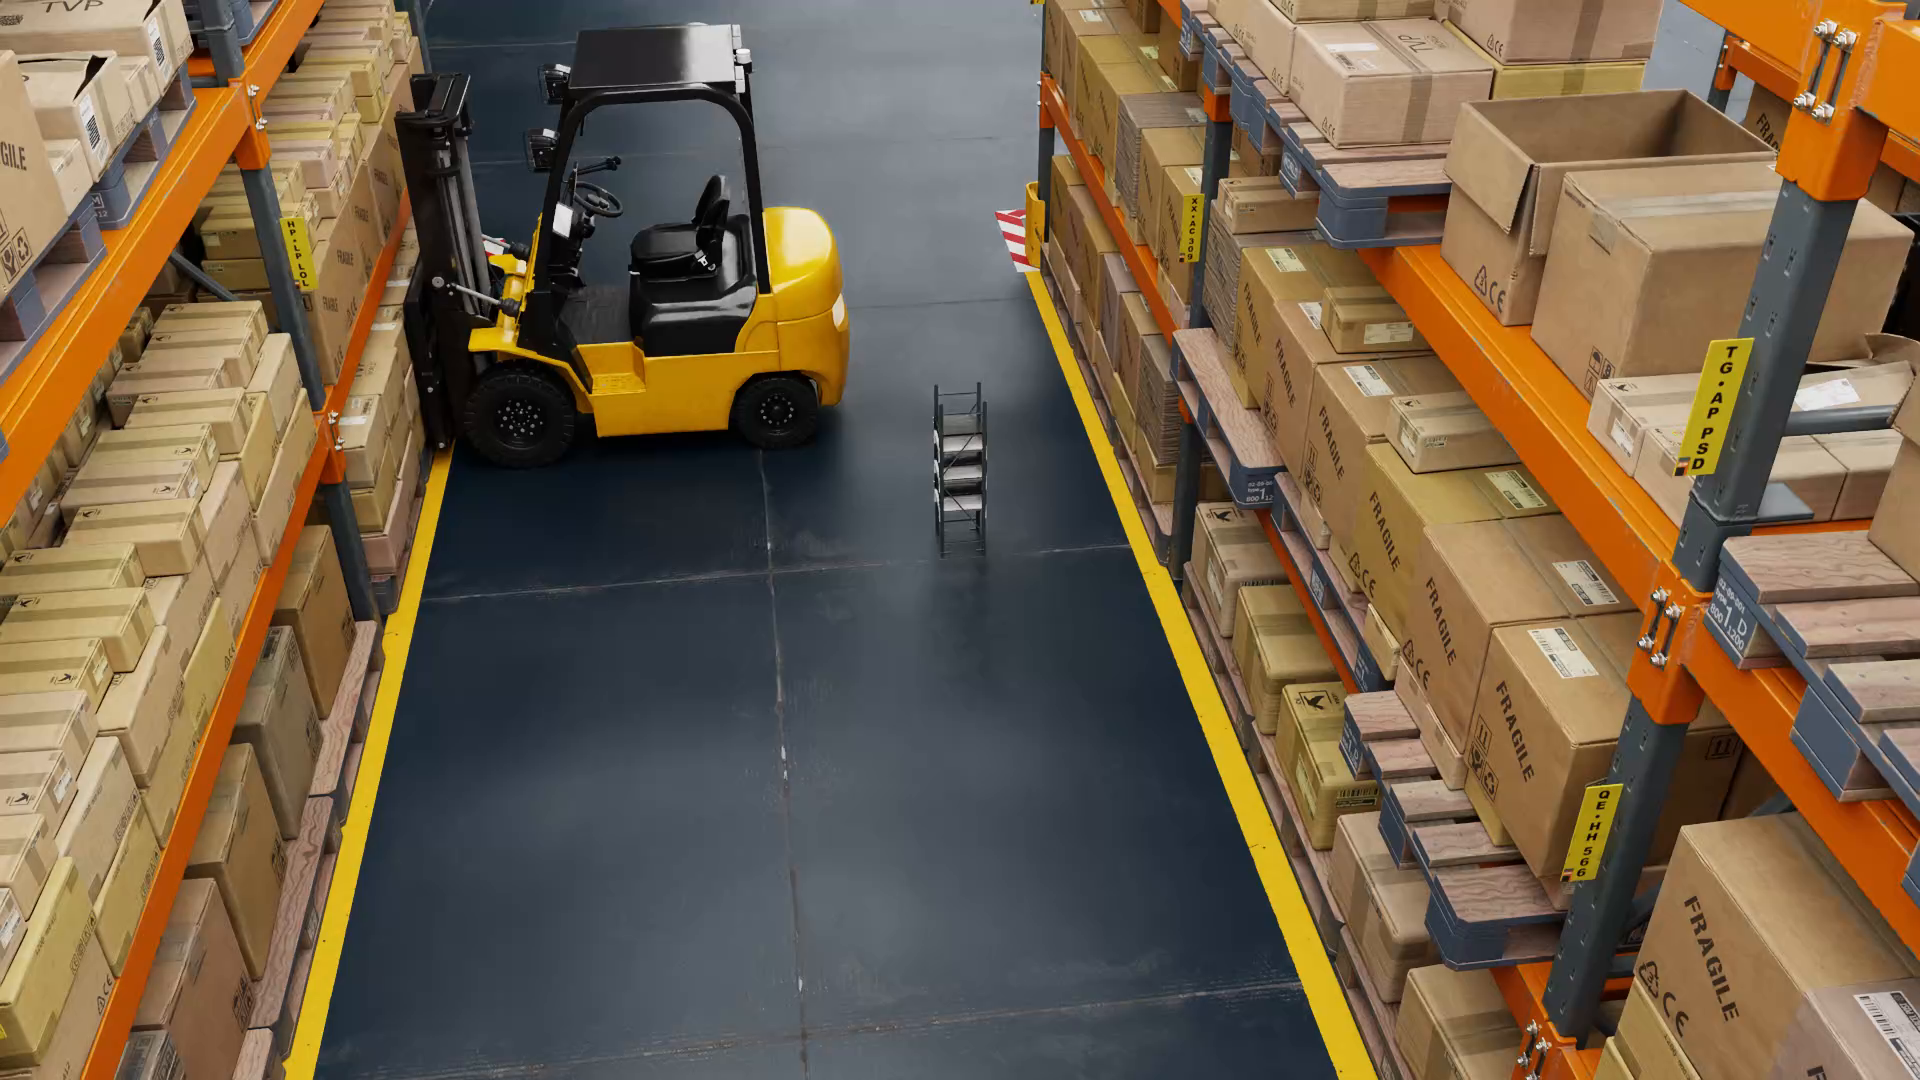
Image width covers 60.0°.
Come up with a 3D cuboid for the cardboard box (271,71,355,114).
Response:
[{"bbox_3d":[-3.401,-2.342,8.722,0.380,0.149,0.250,-4,34,-6],"label":"cardboard box"}]

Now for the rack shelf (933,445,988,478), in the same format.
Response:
[{"bbox_3d":[0.001,-0.414,8.587,0.258,0.077,0.200,-4,35,-6],"label":"rack shelf"}]

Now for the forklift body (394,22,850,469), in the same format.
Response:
[{"bbox_3d":[-1.807,-1.678,9.431,2.313,2.155,1.214,-4,35,-6],"label":"forklift body"}]

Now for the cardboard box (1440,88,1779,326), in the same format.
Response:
[{"bbox_3d":[1.890,-0.994,4.918,0.797,0.503,0.637,-4,35,-6],"label":"cardboard box"}]

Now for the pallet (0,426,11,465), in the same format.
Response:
[{"bbox_3d":[-2.974,-0.018,3.745,1.213,0.211,1.003,-3,34,-4],"label":"pallet"}]

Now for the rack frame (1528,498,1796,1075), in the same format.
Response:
[{"bbox_3d":[2.124,1.138,4.546,1.000,3.000,0.127,-4,35,-6],"label":"rack frame"}]

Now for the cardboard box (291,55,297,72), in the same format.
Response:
[{"bbox_3d":[-3.958,-2.774,9.621,0.380,0.149,0.250,-5,35,-7],"label":"cardboard box"}]

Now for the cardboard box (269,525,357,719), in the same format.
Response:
[{"bbox_3d":[-3.251,0.381,7.391,0.875,0.625,0.625,-3,34,-4],"label":"cardboard box"}]

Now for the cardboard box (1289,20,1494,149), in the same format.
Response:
[{"bbox_3d":[1.426,-1.527,5.552,0.500,0.250,0.500,-5,35,-7],"label":"cardboard box"}]

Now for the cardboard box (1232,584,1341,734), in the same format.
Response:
[{"bbox_3d":[1.759,0.511,7.425,0.950,0.372,0.625,-2,34,-3],"label":"cardboard box"}]

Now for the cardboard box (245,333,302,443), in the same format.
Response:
[{"bbox_3d":[-3.013,-0.607,6.794,0.500,0.250,0.500,-5,35,-7],"label":"cardboard box"}]

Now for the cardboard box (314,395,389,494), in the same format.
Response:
[{"bbox_3d":[-3.086,-0.461,8.072,0.500,0.250,0.500,-5,35,-7],"label":"cardboard box"}]

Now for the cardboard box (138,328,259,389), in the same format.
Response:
[{"bbox_3d":[-3.014,-0.709,6.591,0.380,0.149,0.250,-5,35,-7],"label":"cardboard box"}]

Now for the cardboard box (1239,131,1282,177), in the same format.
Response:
[{"bbox_3d":[1.741,-1.934,7.812,0.700,0.500,0.500,-5,35,-7],"label":"cardboard box"}]

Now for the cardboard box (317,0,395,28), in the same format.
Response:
[{"bbox_3d":[-3.549,-3.062,9.779,0.380,0.149,0.250,-4,35,-6],"label":"cardboard box"}]

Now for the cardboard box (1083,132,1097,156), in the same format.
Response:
[{"bbox_3d":[0.948,-2.437,10.014,0.380,0.149,0.250,-3,34,-5],"label":"cardboard box"}]

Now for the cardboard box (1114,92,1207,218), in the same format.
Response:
[{"bbox_3d":[1.129,-2.064,8.891,0.500,0.500,0.500,-3,34,-5],"label":"cardboard box"}]

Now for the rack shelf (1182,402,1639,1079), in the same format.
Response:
[{"bbox_3d":[1.855,0.319,6.386,1.077,0.370,4.000,-4,35,-6],"label":"rack shelf"}]

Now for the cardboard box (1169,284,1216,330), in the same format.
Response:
[{"bbox_3d":[1.241,-1.147,8.121,0.380,0.149,0.250,-5,35,-7],"label":"cardboard box"}]

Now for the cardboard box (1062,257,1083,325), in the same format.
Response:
[{"bbox_3d":[0.943,-1.608,10.643,0.500,0.250,0.500,-3,34,-5],"label":"cardboard box"}]

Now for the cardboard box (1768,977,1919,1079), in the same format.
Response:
[{"bbox_3d":[2.024,1.253,3.400,0.500,0.500,0.500,-4,35,-6],"label":"cardboard box"}]

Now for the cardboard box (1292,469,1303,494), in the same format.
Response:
[{"bbox_3d":[1.510,-0.255,6.439,0.380,0.149,0.250,-4,34,-6],"label":"cardboard box"}]

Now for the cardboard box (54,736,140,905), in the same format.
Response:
[{"bbox_3d":[-2.678,0.825,4.693,0.500,0.250,0.500,-3,34,-5],"label":"cardboard box"}]

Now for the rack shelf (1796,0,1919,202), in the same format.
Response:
[{"bbox_3d":[2.393,0.237,1.534,1.077,0.370,4.000,-4,35,-6],"label":"rack shelf"}]

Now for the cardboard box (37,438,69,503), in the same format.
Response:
[{"bbox_3d":[-3.418,-0.239,5.900,0.380,0.149,0.250,-4,35,-6],"label":"cardboard box"}]

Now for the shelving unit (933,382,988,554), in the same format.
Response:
[{"bbox_3d":[0.001,-0.367,8.619,0.258,0.900,0.210,-4,35,-6],"label":"shelving unit"}]

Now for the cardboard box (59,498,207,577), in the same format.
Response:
[{"bbox_3d":[-2.753,0.001,5.549,0.380,0.149,0.250,-5,35,-8],"label":"cardboard box"}]

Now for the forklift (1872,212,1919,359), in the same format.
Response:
[{"bbox_3d":[3.469,-0.122,6.455,1.130,2.935,3.031,-4,34,-6],"label":"forklift"}]

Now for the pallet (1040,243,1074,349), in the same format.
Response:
[{"bbox_3d":[1.132,-1.676,11.151,1.003,0.211,1.213,-4,35,-6],"label":"pallet"}]

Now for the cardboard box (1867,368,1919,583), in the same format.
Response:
[{"bbox_3d":[2.324,-0.119,3.262,0.797,0.503,0.637,-6,35,-9],"label":"cardboard box"}]

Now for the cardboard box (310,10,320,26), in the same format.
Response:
[{"bbox_3d":[-4.037,-3.177,9.949,0.380,0.149,0.250,-5,35,-7],"label":"cardboard box"}]

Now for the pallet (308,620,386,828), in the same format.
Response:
[{"bbox_3d":[-3.195,0.844,7.453,1.003,0.211,1.213,-4,35,-6],"label":"pallet"}]

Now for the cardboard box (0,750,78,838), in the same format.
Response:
[{"bbox_3d":[-2.642,0.716,4.500,0.380,0.149,0.250,-3,34,-5],"label":"cardboard box"}]

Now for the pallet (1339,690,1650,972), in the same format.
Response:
[{"bbox_3d":[1.922,0.827,5.172,1.213,0.211,1.003,-4,35,-6],"label":"pallet"}]

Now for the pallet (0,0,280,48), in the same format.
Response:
[{"bbox_3d":[-3.473,-2.394,7.142,1.003,0.211,1.213,-4,35,-6],"label":"pallet"}]

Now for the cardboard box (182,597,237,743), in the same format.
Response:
[{"bbox_3d":[-2.819,0.454,5.682,0.500,0.250,0.500,-3,34,-5],"label":"cardboard box"}]

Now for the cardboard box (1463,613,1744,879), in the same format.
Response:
[{"bbox_3d":[1.787,0.567,4.657,0.500,0.500,0.500,-5,35,-8],"label":"cardboard box"}]

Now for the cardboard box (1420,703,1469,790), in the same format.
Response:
[{"bbox_3d":[1.660,0.621,5.153,0.380,0.149,0.250,-5,35,-7],"label":"cardboard box"}]

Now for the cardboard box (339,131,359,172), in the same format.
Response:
[{"bbox_3d":[-3.258,-1.940,8.397,0.380,0.149,0.250,-5,35,-8],"label":"cardboard box"}]

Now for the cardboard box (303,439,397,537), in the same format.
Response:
[{"bbox_3d":[-3.091,-0.254,8.212,0.500,0.250,0.500,-5,35,-7],"label":"cardboard box"}]

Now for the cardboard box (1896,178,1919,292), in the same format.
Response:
[{"bbox_3d":[6.337,-1.680,10.195,0.875,0.875,0.875,-4,34,-6],"label":"cardboard box"}]

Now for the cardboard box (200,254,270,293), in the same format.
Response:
[{"bbox_3d":[-3.115,-1.224,7.346,0.380,0.149,0.250,-5,35,-7],"label":"cardboard box"}]

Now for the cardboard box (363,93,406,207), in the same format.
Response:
[{"bbox_3d":[-3.414,-2.159,9.295,0.500,0.500,0.500,-5,35,-7],"label":"cardboard box"}]

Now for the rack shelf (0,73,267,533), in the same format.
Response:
[{"bbox_3d":[-3.063,-0.543,4.987,1.077,0.370,4.000,-4,35,-6],"label":"rack shelf"}]

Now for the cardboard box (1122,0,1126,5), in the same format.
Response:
[{"bbox_3d":[1.333,-3.636,10.309,0.700,0.500,0.500,-5,35,-8],"label":"cardboard box"}]

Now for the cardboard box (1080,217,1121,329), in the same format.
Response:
[{"bbox_3d":[1.020,-1.618,9.992,0.500,0.500,0.500,-4,34,-5],"label":"cardboard box"}]

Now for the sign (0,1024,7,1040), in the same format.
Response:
[{"bbox_3d":[-2.258,1.023,3.755,0.100,0.325,0.005,-4,35,-6],"label":"sign"}]

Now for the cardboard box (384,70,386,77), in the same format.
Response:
[{"bbox_3d":[-3.486,-2.657,9.449,0.380,0.149,0.250,-5,35,-7],"label":"cardboard box"}]

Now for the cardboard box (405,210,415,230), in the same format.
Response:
[{"bbox_3d":[-3.425,-1.881,10.157,0.500,0.250,0.500,-4,34,-6],"label":"cardboard box"}]

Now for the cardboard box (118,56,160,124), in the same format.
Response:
[{"bbox_3d":[-2.883,-1.476,5.479,0.380,0.149,0.250,-4,35,-6],"label":"cardboard box"}]

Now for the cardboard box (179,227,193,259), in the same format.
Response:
[{"bbox_3d":[-3.698,-1.323,7.492,0.380,0.149,0.250,-5,35,-8],"label":"cardboard box"}]

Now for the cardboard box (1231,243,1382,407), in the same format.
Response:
[{"bbox_3d":[1.433,-0.870,6.765,0.500,0.500,0.500,-4,35,-6],"label":"cardboard box"}]

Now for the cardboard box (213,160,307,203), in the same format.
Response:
[{"bbox_3d":[-3.249,-1.630,7.678,0.380,0.149,0.250,-5,35,-7],"label":"cardboard box"}]
